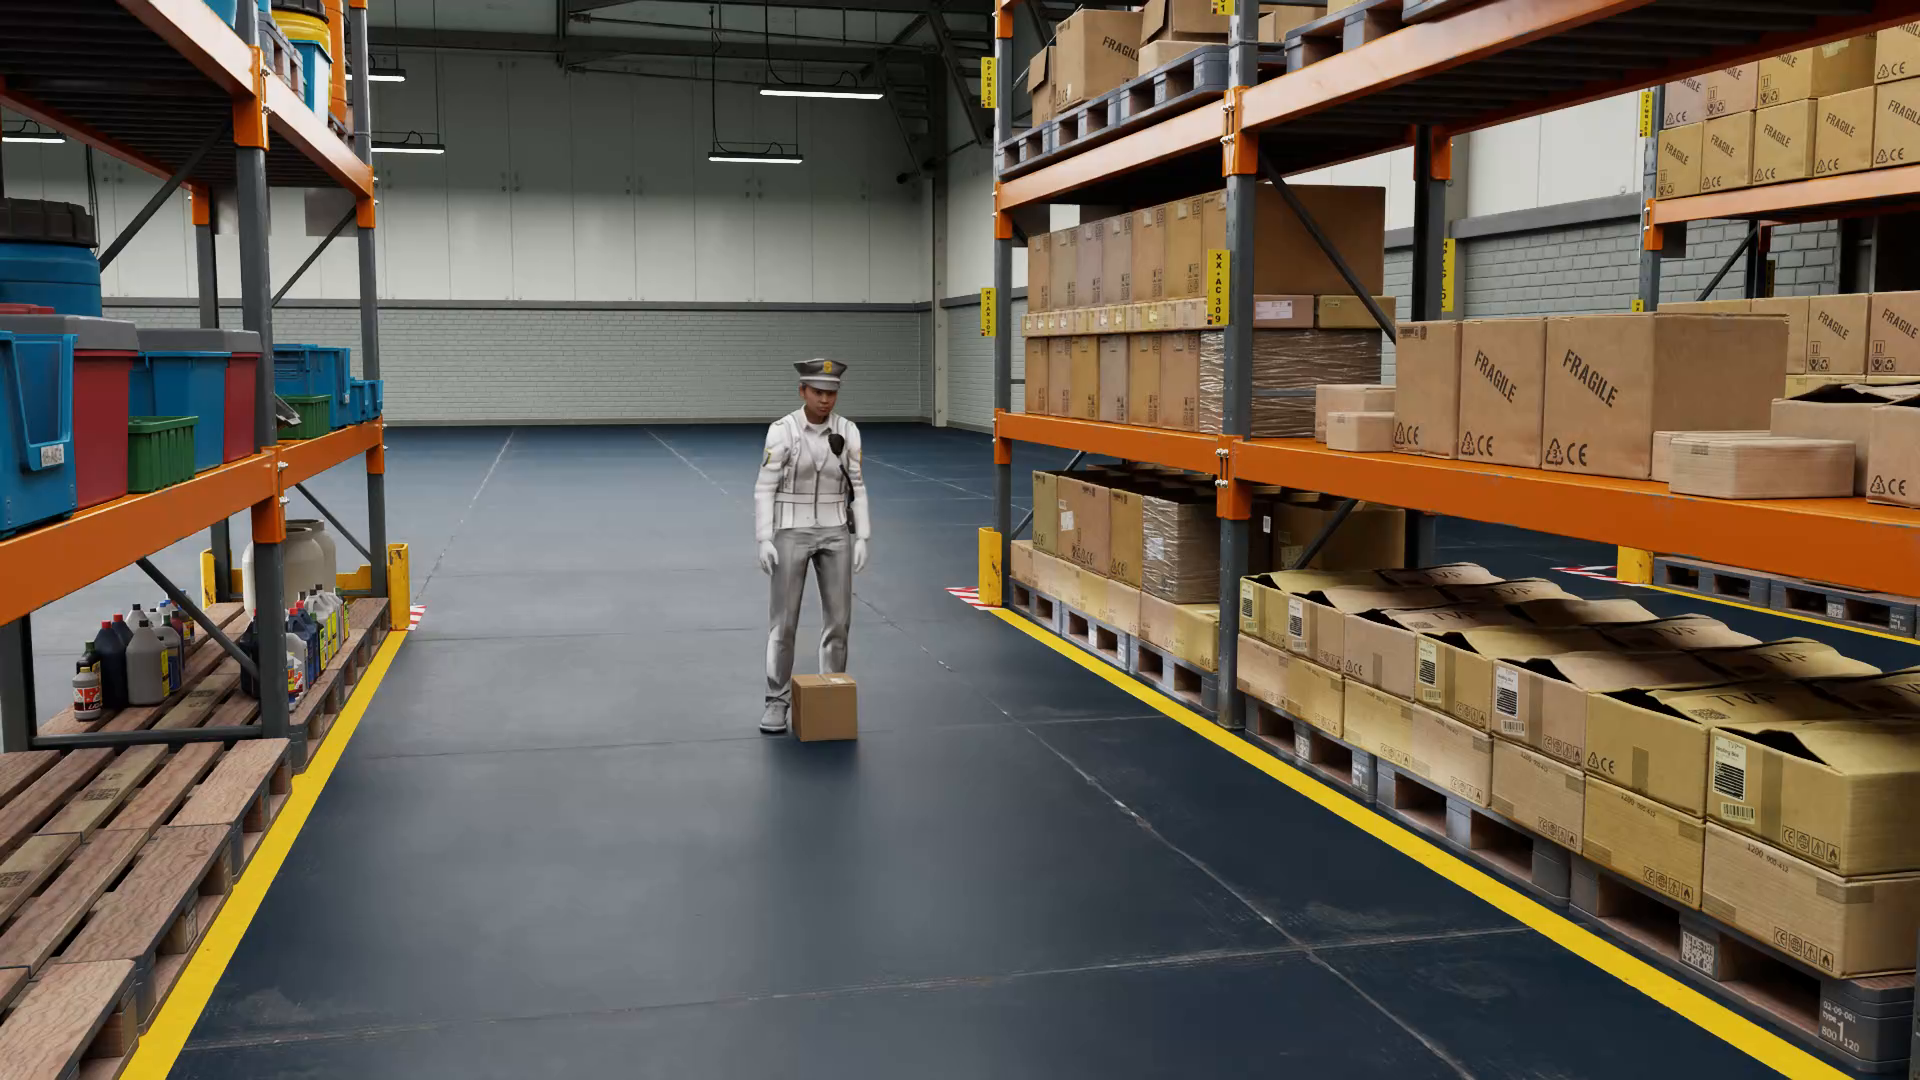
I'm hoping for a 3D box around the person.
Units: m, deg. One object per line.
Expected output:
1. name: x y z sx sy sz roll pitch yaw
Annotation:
1. person: -0.666 0.015 7.540 0.540 1.661 0.374 -2 7 -17
